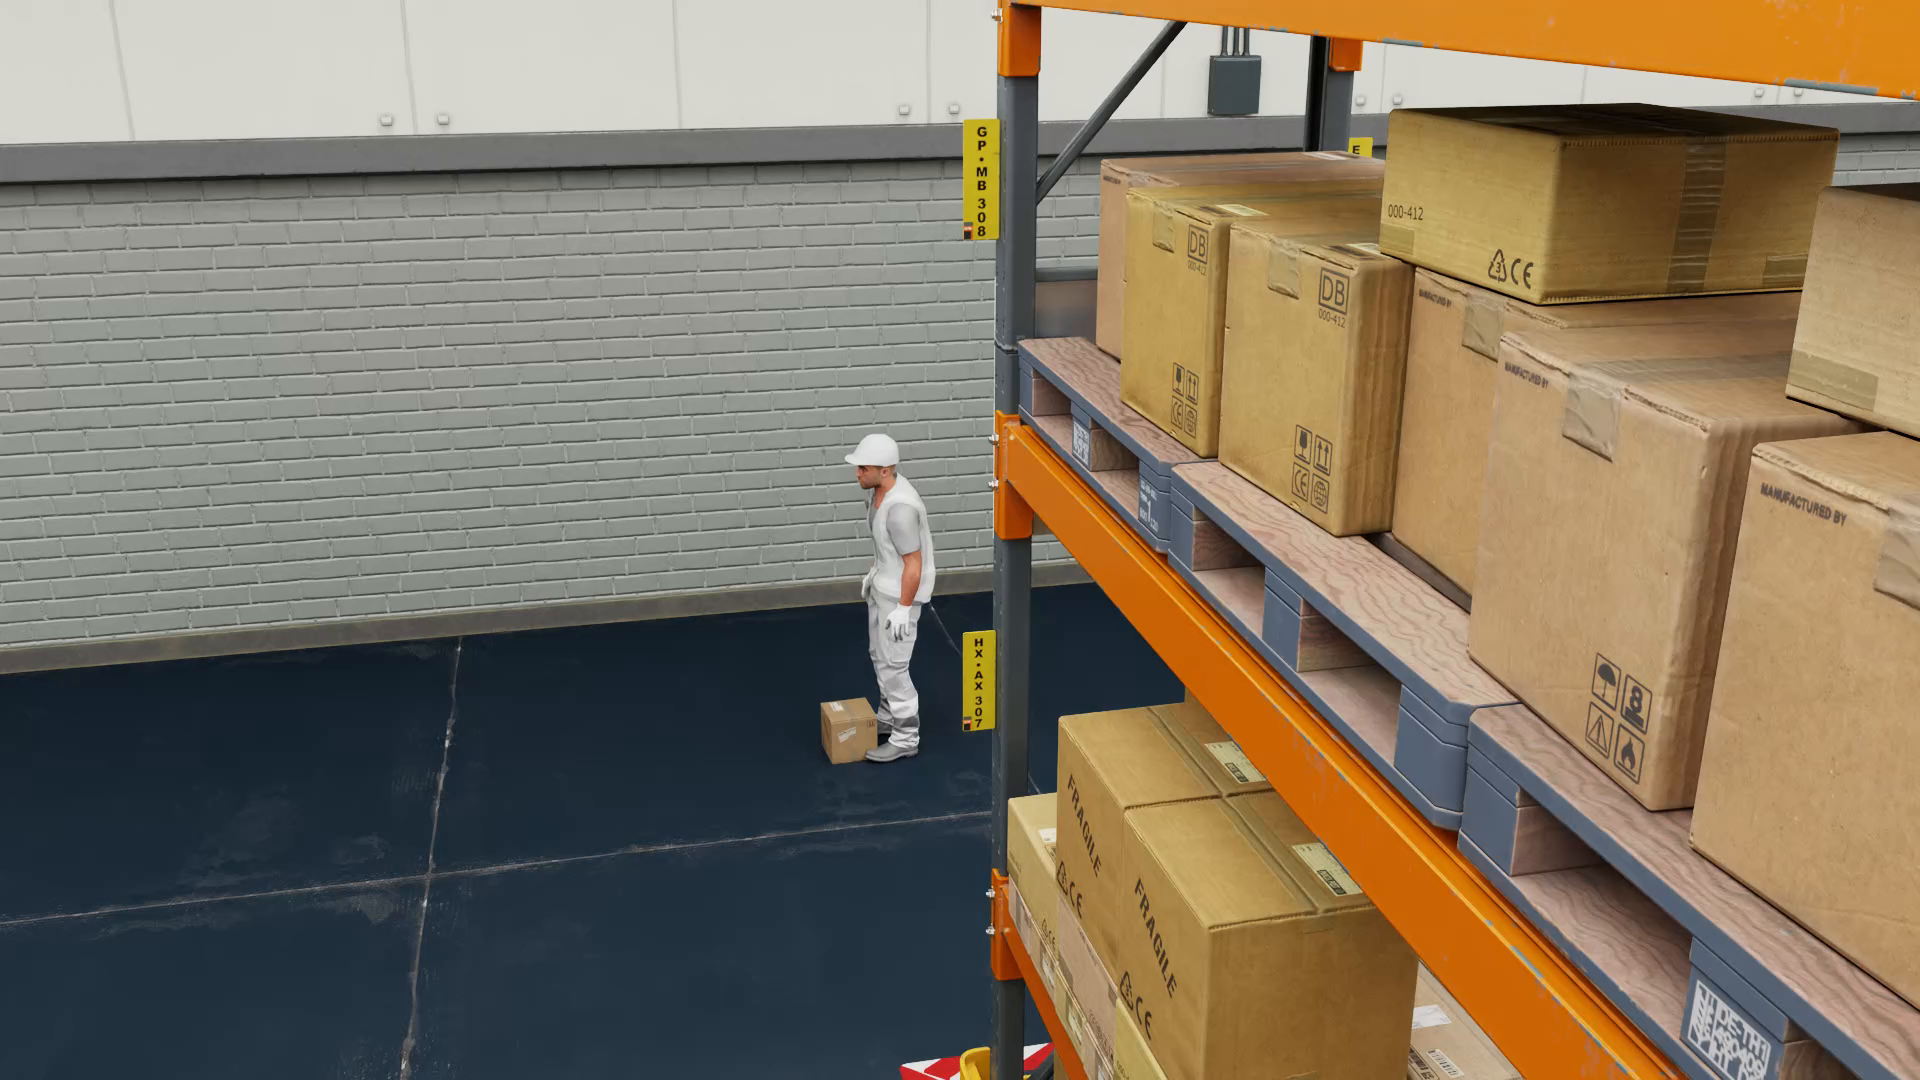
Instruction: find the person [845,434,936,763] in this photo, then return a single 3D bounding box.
[{"bbox_3d":[-0.372,0.292,8.719,0.453,1.778,0.617,-6,20,-16],"label":"person"}]
